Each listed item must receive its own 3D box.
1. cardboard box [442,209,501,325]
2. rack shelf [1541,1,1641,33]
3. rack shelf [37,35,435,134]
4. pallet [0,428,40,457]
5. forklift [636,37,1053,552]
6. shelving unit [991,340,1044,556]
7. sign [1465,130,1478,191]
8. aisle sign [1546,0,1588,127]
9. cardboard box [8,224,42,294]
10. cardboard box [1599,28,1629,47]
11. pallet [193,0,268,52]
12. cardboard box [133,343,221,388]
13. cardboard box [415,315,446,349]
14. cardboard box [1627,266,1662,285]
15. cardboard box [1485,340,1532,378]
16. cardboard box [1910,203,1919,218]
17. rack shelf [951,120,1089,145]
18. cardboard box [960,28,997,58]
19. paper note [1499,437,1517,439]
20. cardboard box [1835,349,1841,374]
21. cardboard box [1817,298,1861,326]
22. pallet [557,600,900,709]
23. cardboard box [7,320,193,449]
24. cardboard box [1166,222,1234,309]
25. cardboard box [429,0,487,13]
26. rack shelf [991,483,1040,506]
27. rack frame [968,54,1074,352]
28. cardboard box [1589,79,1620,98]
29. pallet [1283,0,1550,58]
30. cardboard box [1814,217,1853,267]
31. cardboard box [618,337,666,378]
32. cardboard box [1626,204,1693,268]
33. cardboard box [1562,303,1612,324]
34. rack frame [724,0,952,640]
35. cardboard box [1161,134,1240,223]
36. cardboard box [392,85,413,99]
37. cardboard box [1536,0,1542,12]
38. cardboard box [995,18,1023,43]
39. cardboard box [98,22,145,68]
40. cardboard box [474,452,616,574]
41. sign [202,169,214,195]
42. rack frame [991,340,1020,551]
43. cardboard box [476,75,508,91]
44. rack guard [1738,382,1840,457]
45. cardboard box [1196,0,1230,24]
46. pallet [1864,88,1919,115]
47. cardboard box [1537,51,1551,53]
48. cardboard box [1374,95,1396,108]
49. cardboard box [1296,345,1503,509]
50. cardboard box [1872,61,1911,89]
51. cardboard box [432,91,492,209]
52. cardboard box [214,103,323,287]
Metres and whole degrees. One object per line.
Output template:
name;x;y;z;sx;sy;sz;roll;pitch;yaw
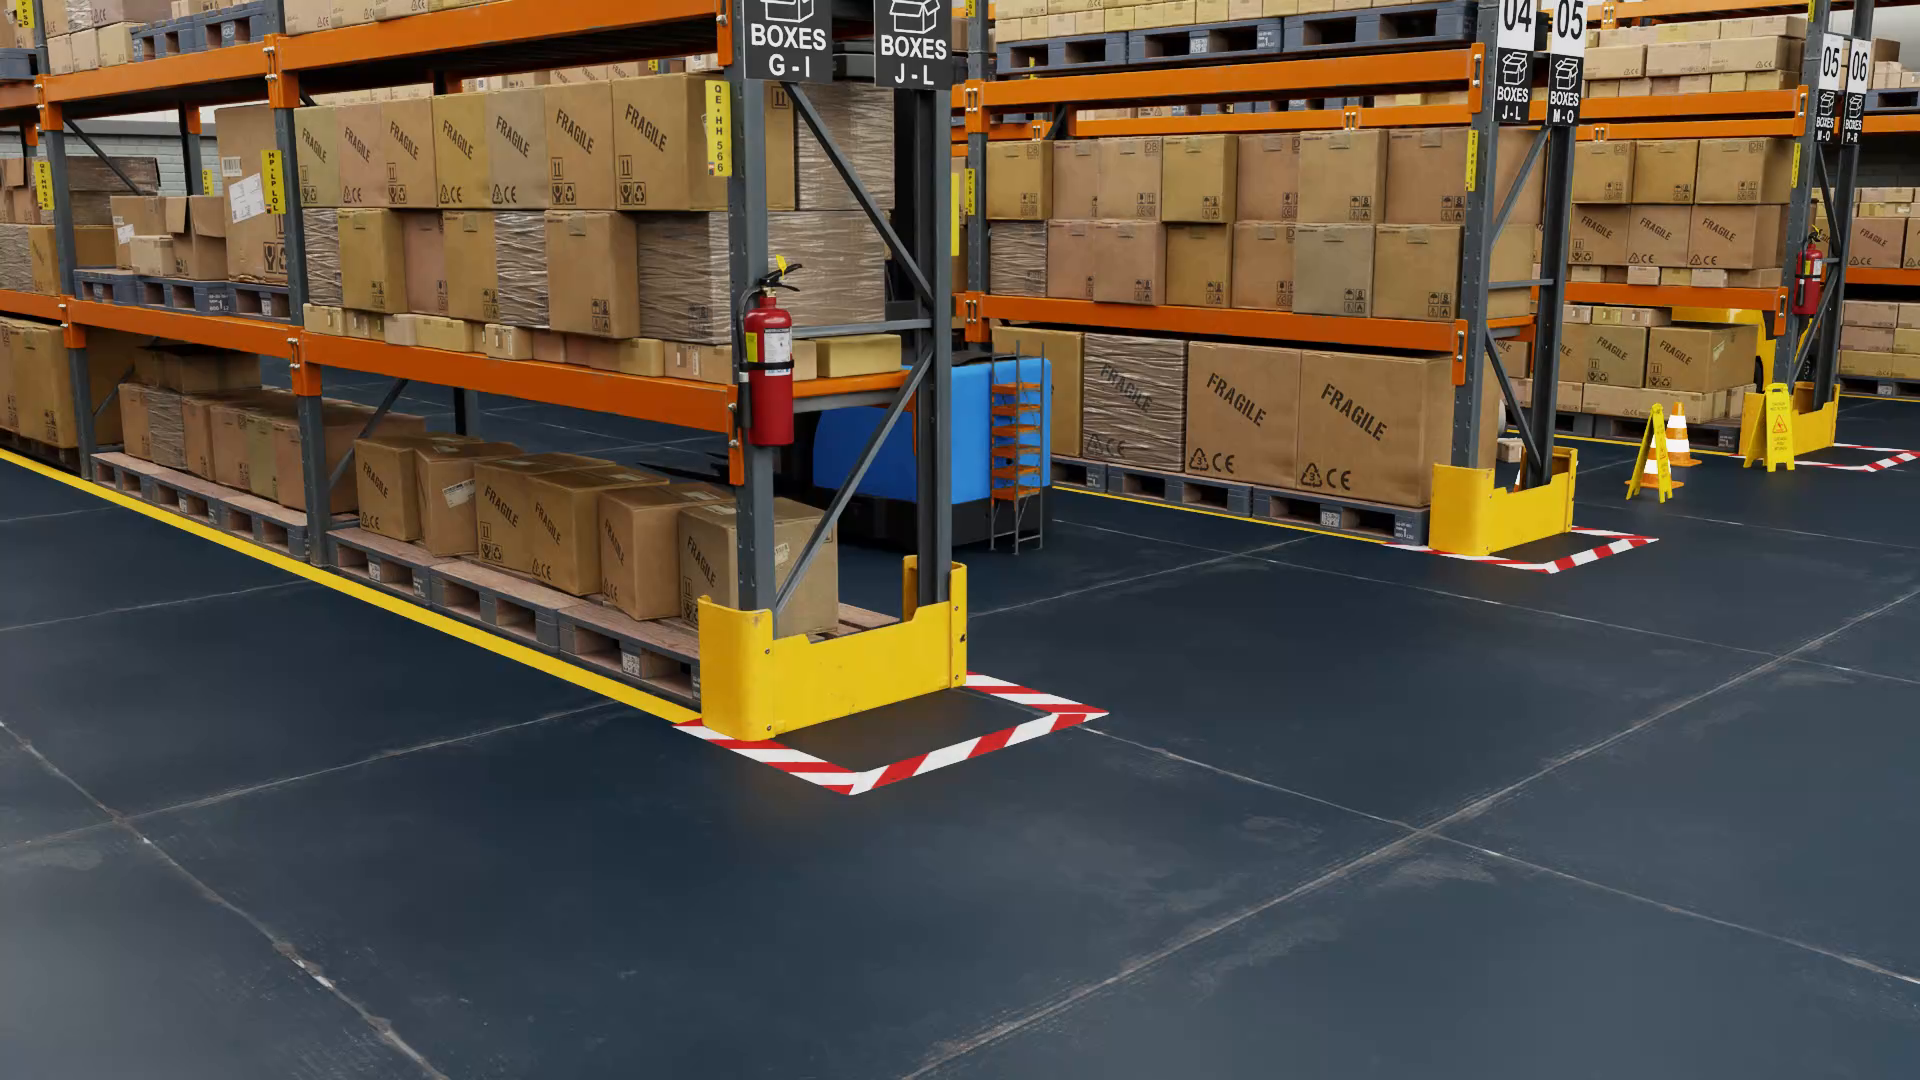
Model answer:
cardboard box;-1.878;-1.291;7.761;0.875;0.500;0.500;-11;16;-43
rack shelf;6.176;-6.142;20.195;1.077;0.370;4.000;-11;16;-43
rack shelf;-4.578;-2.795;10.394;1.077;0.370;4.000;-11;16;-43
pallet;-7.288;-0.908;13.796;1.003;0.211;1.213;-11;16;-43
forklift;-0.873;-1.595;10.387;3.031;2.935;1.130;10;16;41
shelving unit;0.328;-0.529;9.505;0.189;1.200;0.258;10;16;41
sign;2.820;-2.089;9.159;0.100;0.325;0.005;-11;16;-43
aisle sign;3.488;-2.784;9.548;0.394;0.787;0.004;-11;16;-43
cardboard box;-6.820;-2.130;12.570;0.500;0.500;0.500;-11;16;-43
cardboard box;5.482;-4.129;13.732;0.250;0.149;0.380;11;16;44
pallet;-3.547;-2.869;9.433;1.213;0.211;1.003;-11;16;-43
cardboard box;-5.475;-1.235;11.719;0.500;0.250;0.500;-10;15;-40
cardboard box;-2.385;-1.011;8.008;0.380;0.149;0.250;-11;16;-43
cardboard box;5.703;-2.181;13.685;0.380;0.149;0.250;-11;16;-42
cardboard box;4.917;-1.718;14.730;0.500;0.500;0.500;-10;15;-40
cardboard box;9.680;-3.287;16.578;0.380;0.149;0.250;-11;16;-42
rack shelf;-0.173;-4.760;19.931;1.077;0.370;4.000;-11;16;-43
cardboard box;0.223;-3.844;12.746;0.258;0.266;0.396;-11;16;-43
paper note;4.592;-0.850;13.962;0.148;0.019;0.142;6;13;26
cardboard box;9.091;-1.908;17.510;0.500;0.250;0.500;-11;16;-42
cardboard box;9.064;-2.394;17.395;0.500;0.250;0.500;-11;16;-42
pallet;-1.023;0.428;7.309;1.003;0.211;1.213;-11;16;-43
cardboard box;-6.421;-1.239;12.716;0.875;0.875;1.225;11;16;43
cardboard box;1.846;-1.848;11.078;0.875;0.550;0.500;-11;16;-43
cardboard box;-1.997;-2.454;7.329;0.500;0.250;0.500;-11;16;-44
rack shelf;0.328;-0.250;9.562;0.180;0.103;0.258;10;16;41
rack frame;0.460;-2.063;12.491;1.000;3.000;0.127;-11;16;-43
cardboard box;5.420;-3.734;13.789;0.250;0.149;0.380;11;16;44
pallet;2.702;-3.012;9.882;1.003;0.211;1.213;-11;16;-43
cardboard box;9.084;-3.112;17.334;0.500;0.500;0.500;-11;16;-44
cardboard box;-1.163;-0.758;6.781;0.380;0.149;0.250;-11;16;-43
cardboard box;5.816;-2.493;13.593;0.500;0.500;0.500;-11;16;-42
cardboard box;5.336;-1.928;14.145;0.380;0.149;0.250;-10;15;-40
rack frame;-0.435;-0.803;6.374;1.000;3.000;0.127;-11;16;-43
cardboard box;1.799;-2.368;10.925;0.875;0.550;0.500;-11;16;-43
cardboard box;-5.918;-4.980;18.351;0.500;0.250;0.500;11;16;43
cardboard box;3.217;-3.175;9.787;0.380;0.149;0.250;-11;16;-42
cardboard box;0.465;-3.563;11.673;0.380;0.149;0.250;-11;16;-43
cardboard box;-5.103;-3.113;10.527;0.500;0.250;0.500;-10;16;-41
cardboard box;-2.063;-0.142;8.320;0.500;0.500;0.500;10;15;40
sign;-5.574;-2.576;12.306;0.100;0.325;0.005;-11;16;-43
rack frame;0.260;-0.541;9.565;0.006;1.200;0.240;10;16;41
cardboard box;-4.609;-4.704;17.056;0.500;0.311;0.500;-11;16;-43
rack guard;6.680;-0.970;13.383;1.175;0.500;0.348;-11;16;-43
cardboard box;1.695;-3.304;10.414;0.380;0.149;0.250;-11;16;-42
pallet;9.850;-4.409;16.661;1.003;0.211;1.213;-11;16;-43
cardboard box;5.126;-3.984;14.017;0.500;0.250;0.500;-11;16;-42
cardboard box;4.008;-4.033;15.242;0.380;0.149;0.250;-11;16;-43
cardboard box;2.706;-0.734;10.265;0.875;0.875;0.875;-11;16;-42
cardboard box;9.353;-4.649;16.656;0.396;0.266;0.258;-11;16;-42
cardboard box;-2.026;-1.753;7.521;0.500;0.500;0.500;-11;16;-43
cardboard box;-3.645;-2.021;9.762;1.000;1.000;1.000;-11;16;-42
